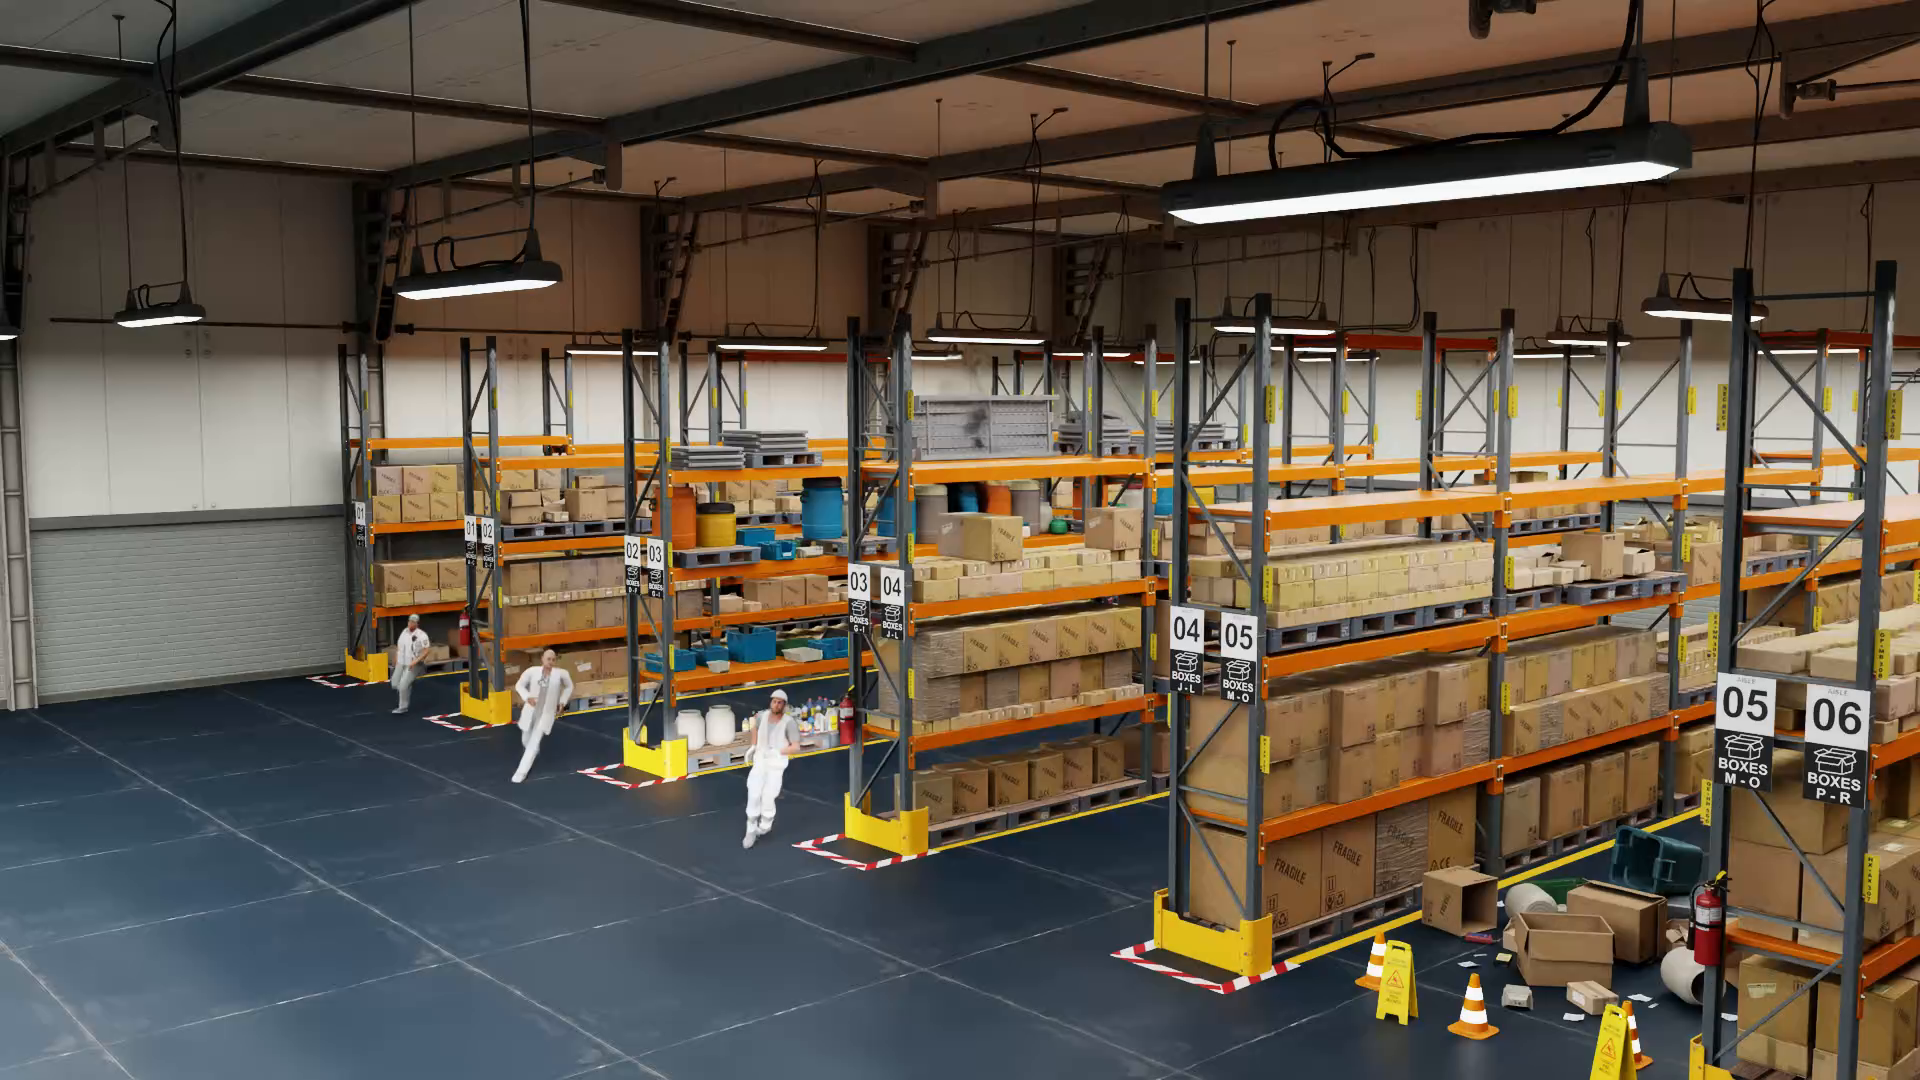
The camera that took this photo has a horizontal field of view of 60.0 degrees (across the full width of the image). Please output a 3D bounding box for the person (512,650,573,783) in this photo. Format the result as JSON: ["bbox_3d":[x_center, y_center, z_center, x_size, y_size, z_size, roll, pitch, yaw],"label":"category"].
[{"bbox_3d":[-5.596,2.310,22.296,0.750,1.706,1.046,0,5,-3],"label":"person"}]

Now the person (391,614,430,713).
[{"bbox_3d":[-8.828,1.983,26.704,0.647,1.593,0.525,1,5,16],"label":"person"}]

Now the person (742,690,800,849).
[{"bbox_3d":[-2.155,2.578,18.961,0.687,1.754,0.697,1,5,9],"label":"person"}]
